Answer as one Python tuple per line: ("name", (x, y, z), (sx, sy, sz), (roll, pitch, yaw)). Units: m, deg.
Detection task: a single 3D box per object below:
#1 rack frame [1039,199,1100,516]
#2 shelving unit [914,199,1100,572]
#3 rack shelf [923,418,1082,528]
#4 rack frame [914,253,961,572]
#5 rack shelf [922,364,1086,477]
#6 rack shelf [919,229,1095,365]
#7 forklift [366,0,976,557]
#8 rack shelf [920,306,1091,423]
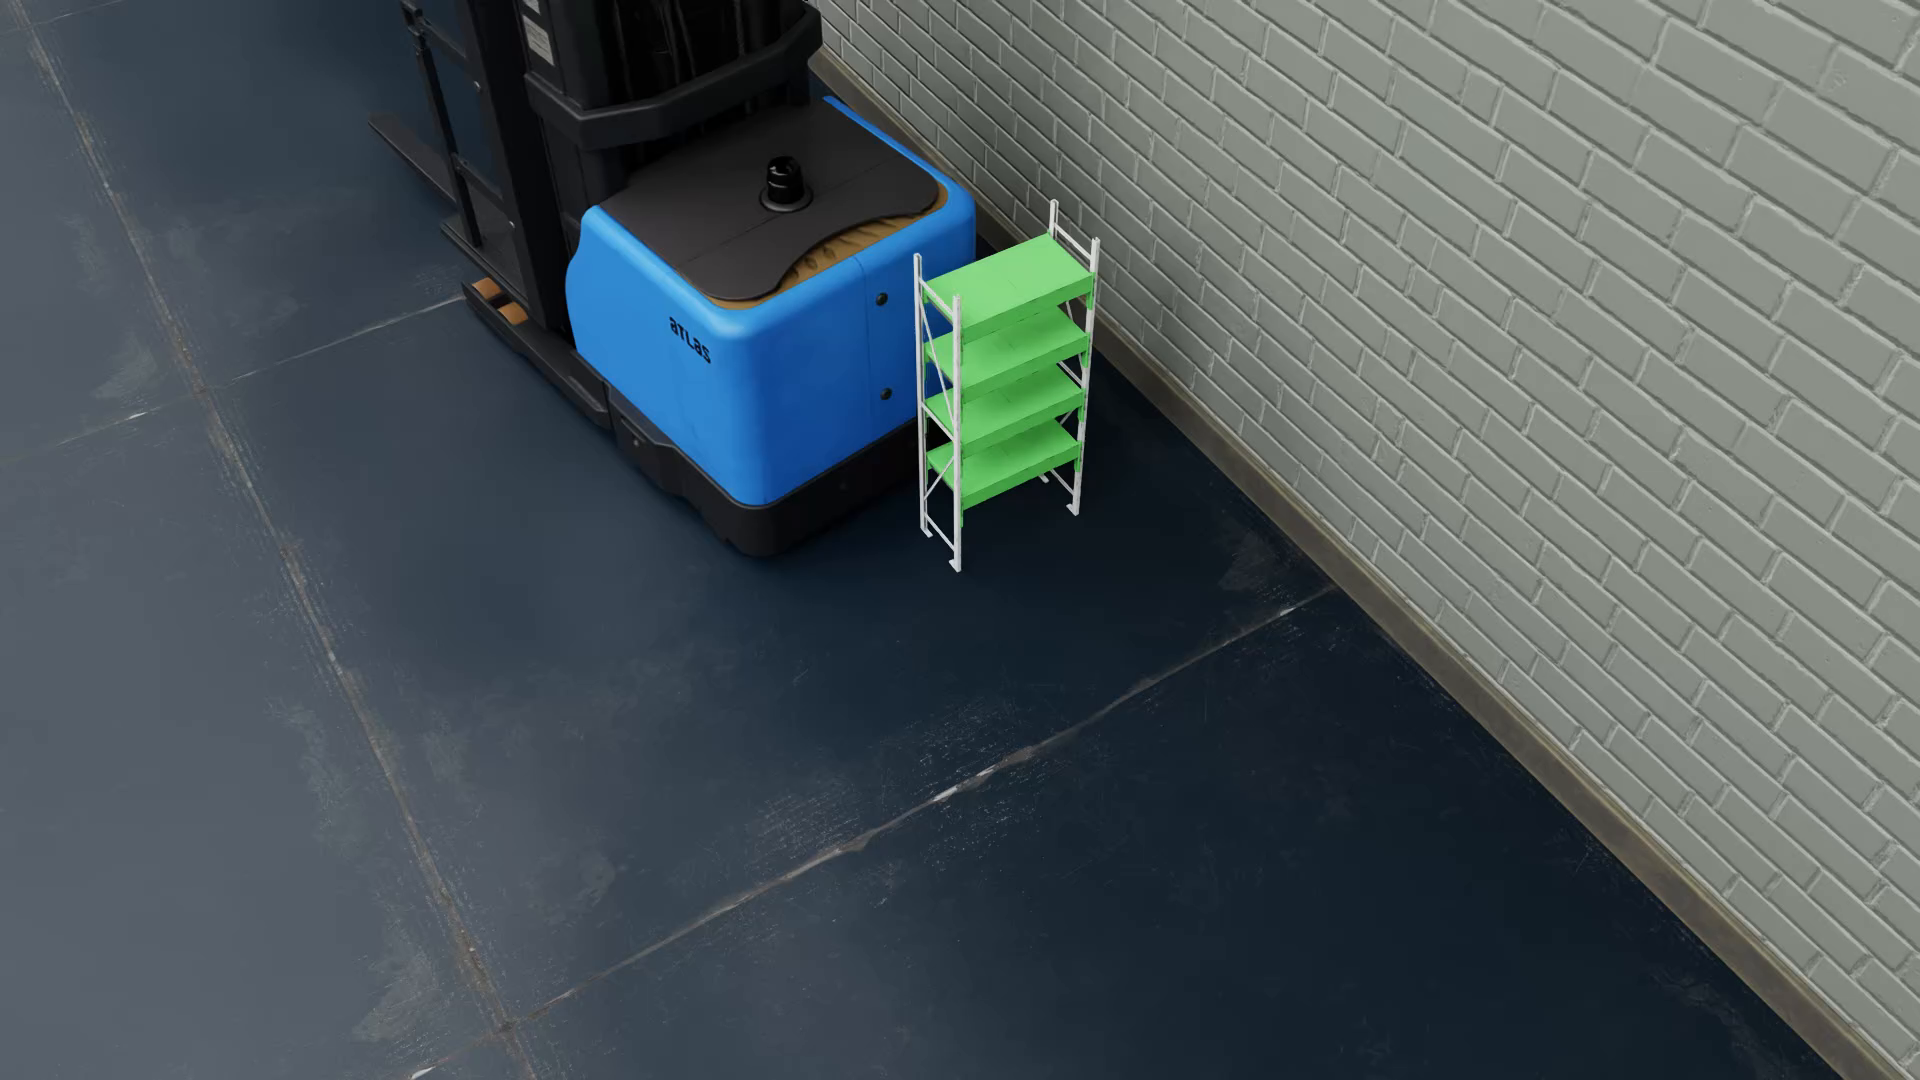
("rack frame", (0.346, -0.562, 5.447), (0.015, 1.200, 0.240), (-25, 53, -21))
("shelving unit", (0.140, -0.465, 5.361), (0.503, 1.200, 0.258), (-25, 53, -21))
("rack shelf", (0.140, -0.263, 5.588), (0.480, 0.148, 0.258), (-25, 53, -21))
("rack frame", (-0.066, -0.368, 5.274), (0.015, 1.200, 0.240), (-25, 53, -21))
("rack shelf", (0.140, -0.422, 5.408), (0.480, 0.148, 0.258), (-25, 53, -21))
("rack shelf", (0.140, -0.742, 5.050), (0.480, 0.148, 0.258), (-25, 53, -21))
("forklift", (-1.278, -1.946, 5.520), (1.130, 2.935, 3.031), (-33, 56, -26))
("rack shelf", (0.140, -0.582, 5.229), (0.480, 0.148, 0.258), (-25, 53, -21))
